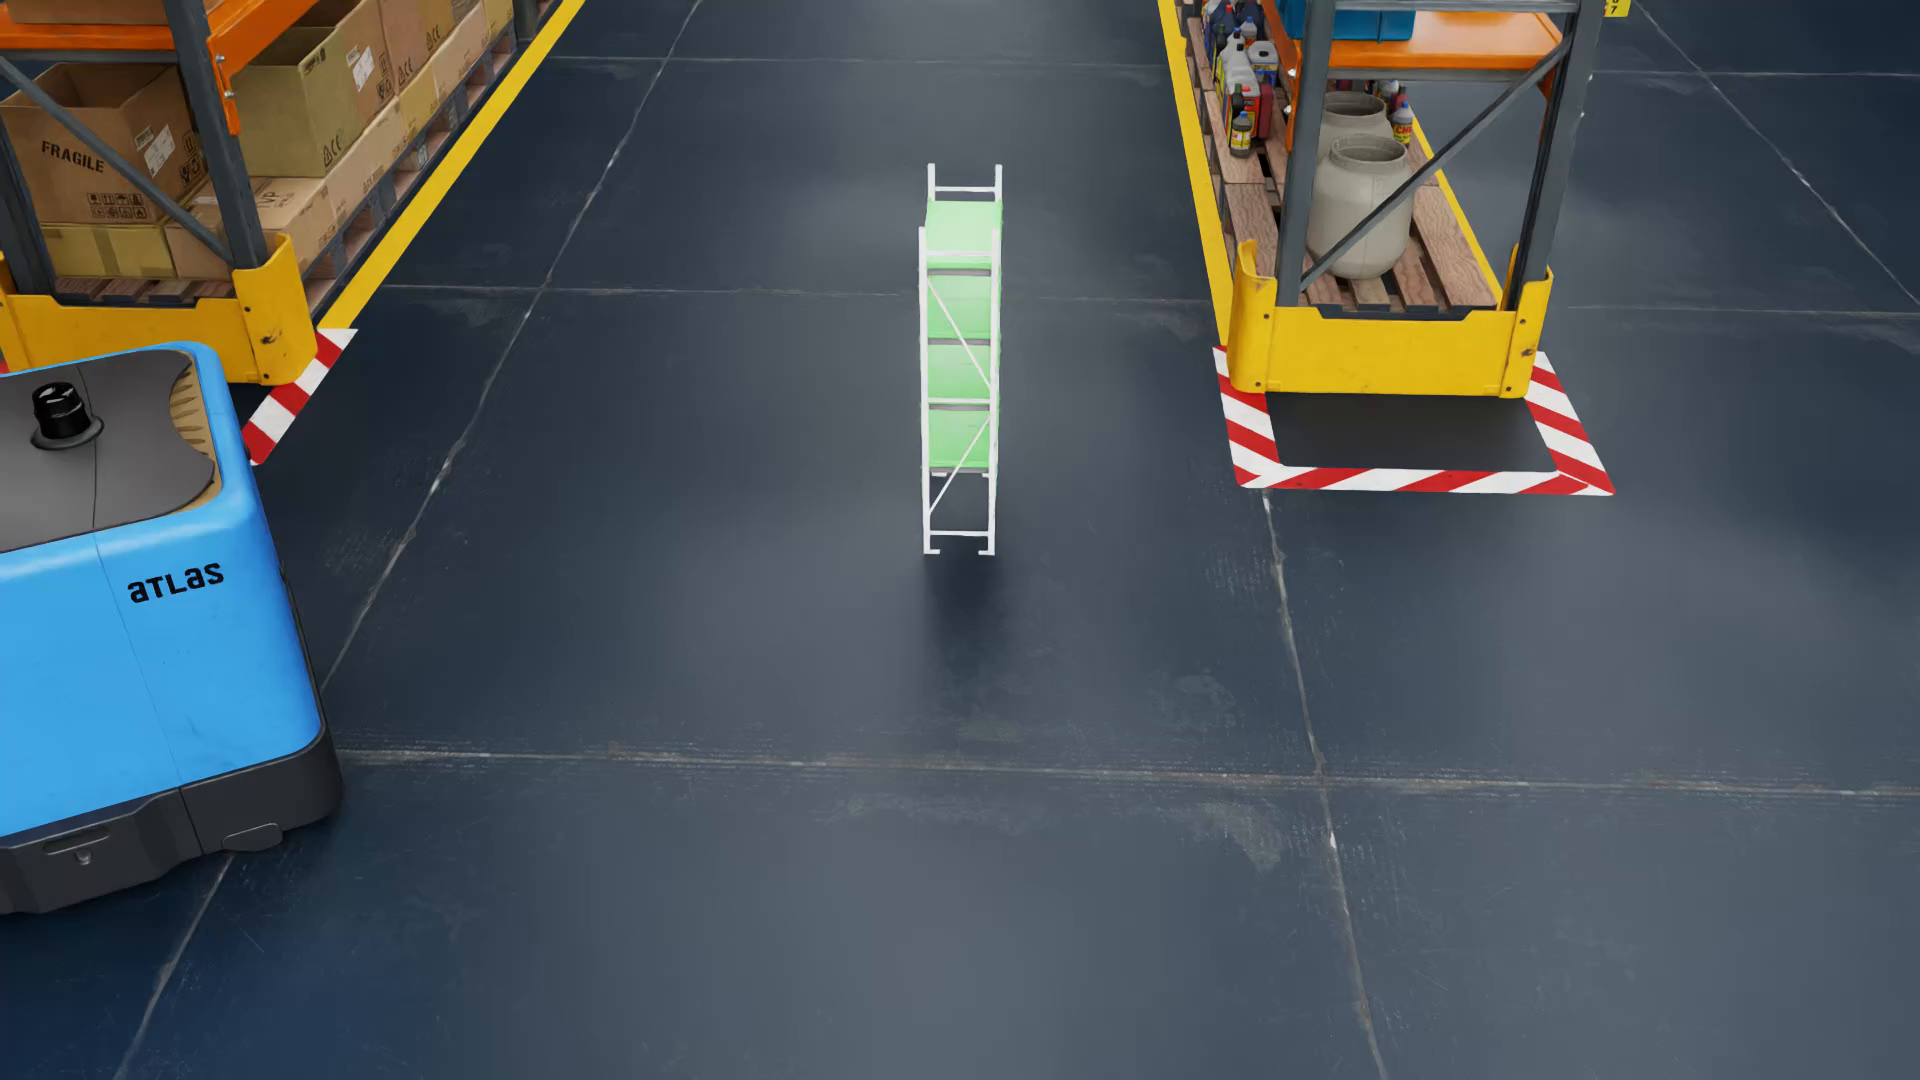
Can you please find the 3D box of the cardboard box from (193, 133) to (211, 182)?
[{"bbox_3d":[-3.501,-1.618,7.469,0.500,0.250,0.500,1,35,2],"label":"cardboard box"}]

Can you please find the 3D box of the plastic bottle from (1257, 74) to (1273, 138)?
[{"bbox_3d":[1.494,-2.128,8.148,0.061,0.283,0.133,1,35,2],"label":"plastic bottle"}]

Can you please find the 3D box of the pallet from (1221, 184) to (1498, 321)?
[{"bbox_3d":[1.708,-1.222,7.305,1.003,0.211,1.213,1,35,2],"label":"pallet"}]

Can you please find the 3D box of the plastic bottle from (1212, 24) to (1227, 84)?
[{"bbox_3d":[1.372,-2.562,8.766,0.061,0.283,0.133,3,35,4],"label":"plastic bottle"}]

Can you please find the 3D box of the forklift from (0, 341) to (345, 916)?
[{"bbox_3d":[-3.265,-0.286,3.608,3.031,2.935,1.130,-16,38,-21],"label":"forklift"}]

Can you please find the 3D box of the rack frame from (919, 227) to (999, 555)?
[{"bbox_3d":[-0.003,-0.446,5.341,0.240,1.200,0.015,1,35,2],"label":"rack frame"}]

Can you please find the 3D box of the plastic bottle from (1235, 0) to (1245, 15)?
[{"bbox_3d":[1.545,-2.857,9.186,0.061,0.283,0.133,1,35,2],"label":"plastic bottle"}]

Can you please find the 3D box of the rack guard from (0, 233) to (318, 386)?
[{"bbox_3d":[-3.236,-0.932,6.641,1.175,0.500,0.348,1,35,2],"label":"rack guard"}]

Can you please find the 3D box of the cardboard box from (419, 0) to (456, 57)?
[{"bbox_3d":[-2.923,-2.774,8.463,0.500,0.500,0.500,1,35,2],"label":"cardboard box"}]

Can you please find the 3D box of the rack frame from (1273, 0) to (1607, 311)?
[{"bbox_3d":[1.714,-1.852,5.776,1.000,3.000,0.127,1,35,2],"label":"rack frame"}]

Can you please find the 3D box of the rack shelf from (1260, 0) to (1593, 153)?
[{"bbox_3d":[1.794,-2.706,7.618,1.077,0.370,4.000,1,35,2],"label":"rack shelf"}]

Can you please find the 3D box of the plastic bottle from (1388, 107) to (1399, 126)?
[{"bbox_3d":[2.102,-1.981,8.011,0.097,0.201,0.097,0,35,0],"label":"plastic bottle"}]

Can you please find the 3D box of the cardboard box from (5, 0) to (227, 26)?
[{"bbox_3d":[-3.204,-2.277,6.294,0.700,0.500,0.500,1,35,2],"label":"cardboard box"}]

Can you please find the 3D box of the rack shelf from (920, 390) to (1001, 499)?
[{"bbox_3d":[0.007,-0.337,5.715,0.258,0.148,0.480,1,35,2],"label":"rack shelf"}]

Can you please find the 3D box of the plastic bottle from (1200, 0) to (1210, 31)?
[{"bbox_3d":[1.424,-3.041,9.458,0.097,0.271,0.097,0,35,0],"label":"plastic bottle"}]

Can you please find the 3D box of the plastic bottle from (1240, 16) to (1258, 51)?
[{"bbox_3d":[1.542,-2.673,8.935,0.097,0.271,0.097,0,35,0],"label":"plastic bottle"}]

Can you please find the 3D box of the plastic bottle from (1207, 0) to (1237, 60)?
[{"bbox_3d":[1.427,-2.792,9.035,0.144,0.351,0.185,2,35,3],"label":"plastic bottle"}]

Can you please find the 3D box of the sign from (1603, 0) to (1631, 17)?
[{"bbox_3d":[2.263,-1.950,5.675,0.100,0.325,0.005,1,35,2],"label":"sign"}]

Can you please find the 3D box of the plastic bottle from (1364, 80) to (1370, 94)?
[{"bbox_3d":[2.128,-2.351,8.537,0.097,0.201,0.097,0,35,0],"label":"plastic bottle"}]

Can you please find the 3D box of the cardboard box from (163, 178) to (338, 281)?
[{"bbox_3d":[-2.992,-1.318,7.043,0.500,0.250,0.500,1,35,2],"label":"cardboard box"}]

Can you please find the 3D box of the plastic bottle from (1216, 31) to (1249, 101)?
[{"bbox_3d":[1.403,-2.439,8.533,0.144,0.351,0.185,1,35,2],"label":"plastic bottle"}]

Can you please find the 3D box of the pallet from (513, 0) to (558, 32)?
[{"bbox_3d":[-3.084,-3.550,10.617,1.003,0.211,1.213,1,35,2],"label":"pallet"}]

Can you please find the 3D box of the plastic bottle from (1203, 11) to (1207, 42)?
[{"bbox_3d":[1.416,-2.895,9.312,0.097,0.201,0.097,0,35,0],"label":"plastic bottle"}]

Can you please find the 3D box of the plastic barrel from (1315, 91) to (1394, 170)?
[{"bbox_3d":[1.684,-1.673,7.321,0.421,0.512,0.421,0,35,0],"label":"plastic barrel"}]

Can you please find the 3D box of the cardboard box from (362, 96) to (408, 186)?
[{"bbox_3d":[-2.955,-1.893,7.860,0.500,0.250,0.500,1,35,2],"label":"cardboard box"}]

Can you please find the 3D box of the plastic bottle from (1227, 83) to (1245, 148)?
[{"bbox_3d":[1.336,-2.053,8.042,0.061,0.283,0.133,2,35,3],"label":"plastic bottle"}]

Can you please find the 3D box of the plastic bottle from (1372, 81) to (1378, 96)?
[{"bbox_3d":[2.120,-2.233,8.369,0.097,0.201,0.097,0,35,0],"label":"plastic bottle"}]

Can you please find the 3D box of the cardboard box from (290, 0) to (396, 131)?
[{"bbox_3d":[-2.966,-2.200,7.645,0.500,0.500,0.500,1,35,2],"label":"cardboard box"}]

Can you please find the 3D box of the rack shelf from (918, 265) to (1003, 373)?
[{"bbox_3d":[0.007,-0.730,5.439,0.258,0.148,0.480,1,35,2],"label":"rack shelf"}]

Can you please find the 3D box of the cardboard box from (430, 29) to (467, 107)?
[{"bbox_3d":[-2.910,-2.467,8.678,0.500,0.250,0.500,1,35,2],"label":"cardboard box"}]

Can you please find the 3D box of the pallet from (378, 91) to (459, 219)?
[{"bbox_3d":[-3.195,-1.967,8.365,1.003,0.211,1.213,1,35,2],"label":"pallet"}]

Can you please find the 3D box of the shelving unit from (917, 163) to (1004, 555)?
[{"bbox_3d":[0.007,-0.586,5.540,0.258,1.200,0.503,1,35,2],"label":"shelving unit"}]

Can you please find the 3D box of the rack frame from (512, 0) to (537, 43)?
[{"bbox_3d":[-3.075,-4.266,9.212,1.000,3.000,0.127,1,35,2],"label":"rack frame"}]

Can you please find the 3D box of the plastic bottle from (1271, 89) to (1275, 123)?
[{"bbox_3d":[1.518,-2.184,8.300,0.097,0.201,0.097,0,35,0],"label":"plastic bottle"}]

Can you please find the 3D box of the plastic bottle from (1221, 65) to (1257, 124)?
[{"bbox_3d":[1.393,-2.206,8.267,0.152,0.276,0.135,0,35,1],"label":"plastic bottle"}]

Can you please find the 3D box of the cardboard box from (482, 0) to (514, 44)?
[{"bbox_3d":[-2.875,-3.042,9.495,0.500,0.250,0.500,1,35,2],"label":"cardboard box"}]

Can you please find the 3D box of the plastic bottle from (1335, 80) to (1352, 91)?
[{"bbox_3d":[1.999,-2.455,8.614,0.061,0.283,0.133,1,35,2],"label":"plastic bottle"}]

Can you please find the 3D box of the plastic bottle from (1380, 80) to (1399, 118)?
[{"bbox_3d":[2.112,-2.147,8.186,0.097,0.271,0.097,0,35,0],"label":"plastic bottle"}]

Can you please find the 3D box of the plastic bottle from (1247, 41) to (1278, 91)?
[{"bbox_3d":[1.552,-2.420,8.570,0.152,0.276,0.135,1,35,2],"label":"plastic bottle"}]

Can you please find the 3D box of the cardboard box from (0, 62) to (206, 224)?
[{"bbox_3d":[-3.511,-1.637,6.844,0.500,0.500,0.500,1,35,2],"label":"cardboard box"}]

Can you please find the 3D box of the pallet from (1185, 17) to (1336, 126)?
[{"bbox_3d":[1.806,-2.624,9.300,1.003,0.211,1.213,1,35,2],"label":"pallet"}]
